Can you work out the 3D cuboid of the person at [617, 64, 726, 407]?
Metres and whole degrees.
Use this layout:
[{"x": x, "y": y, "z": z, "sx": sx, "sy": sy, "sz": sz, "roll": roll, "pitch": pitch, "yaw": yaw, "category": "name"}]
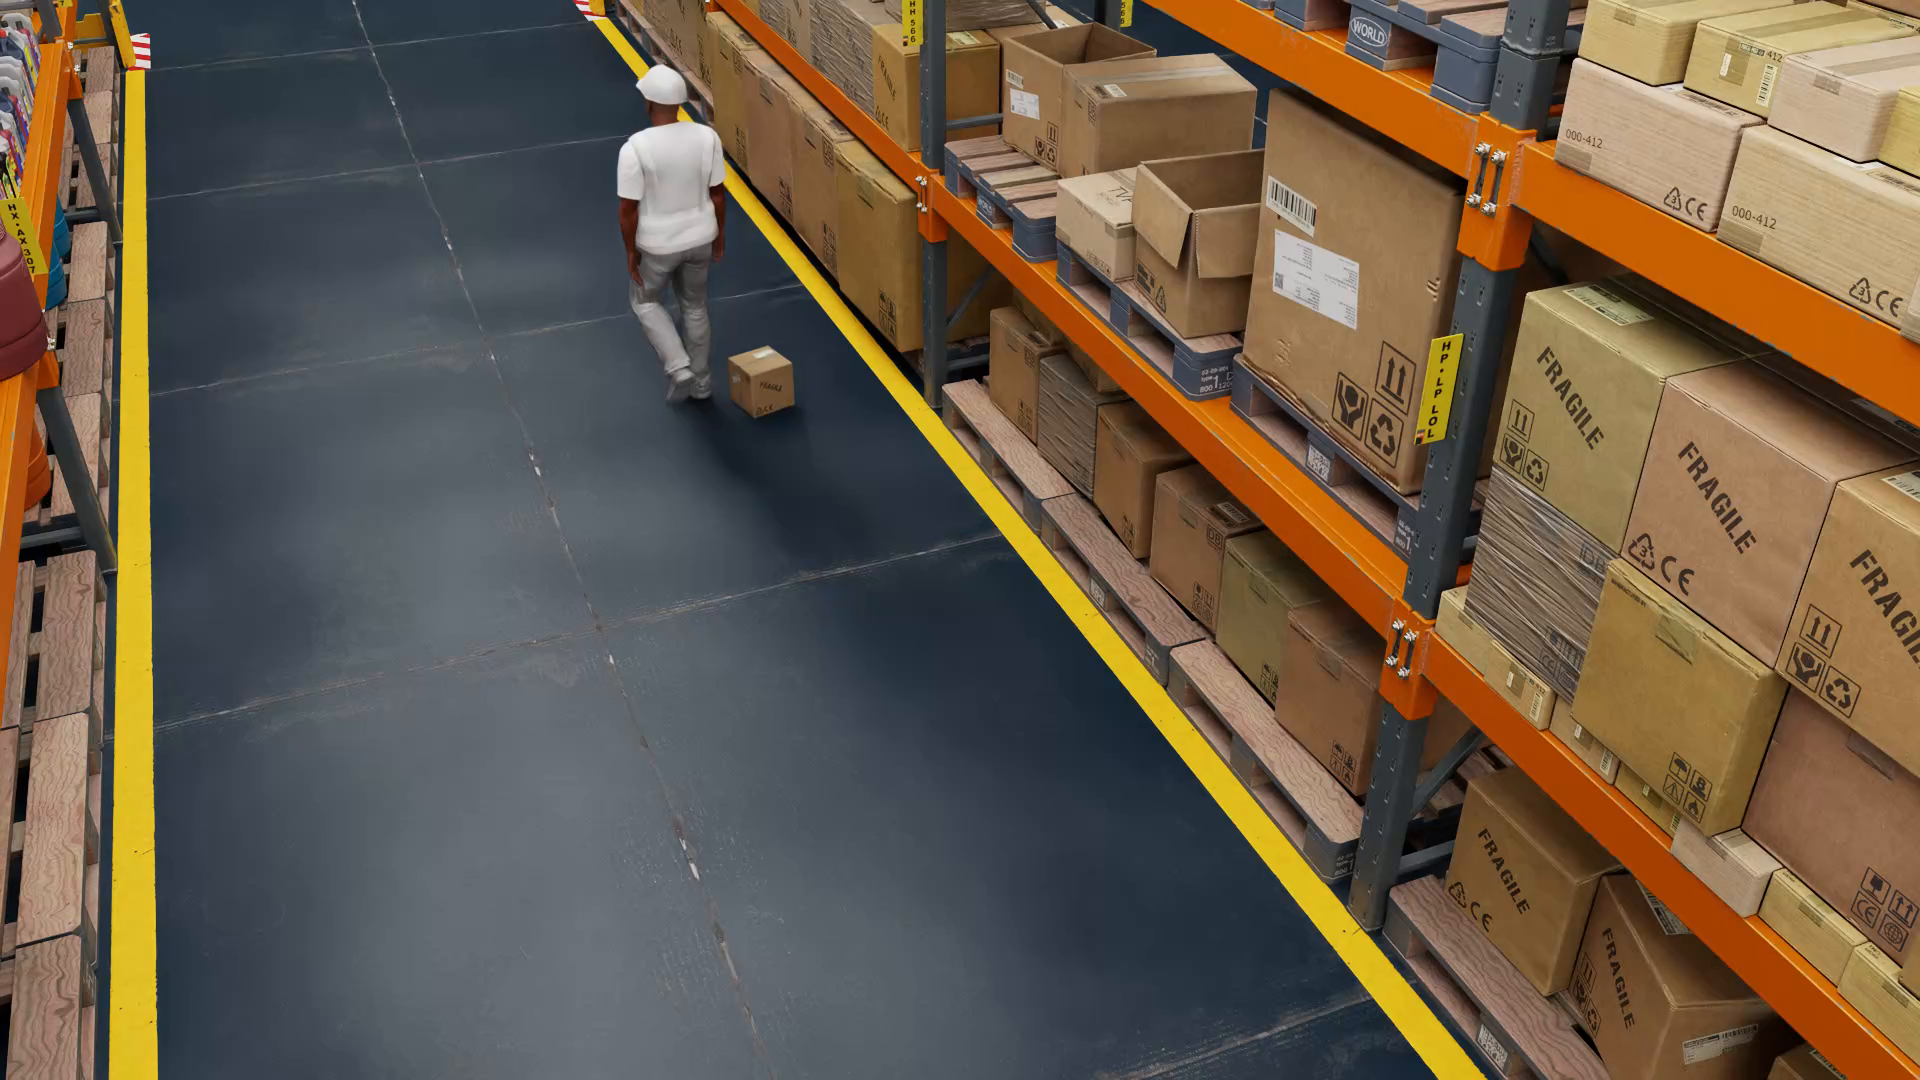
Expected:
[{"x": -1.426, "y": -1.503, "z": 8.359, "sx": 0.576, "sy": 1.753, "sz": 0.497, "roll": -18, "pitch": 37, "yaw": -25, "category": "person"}]
